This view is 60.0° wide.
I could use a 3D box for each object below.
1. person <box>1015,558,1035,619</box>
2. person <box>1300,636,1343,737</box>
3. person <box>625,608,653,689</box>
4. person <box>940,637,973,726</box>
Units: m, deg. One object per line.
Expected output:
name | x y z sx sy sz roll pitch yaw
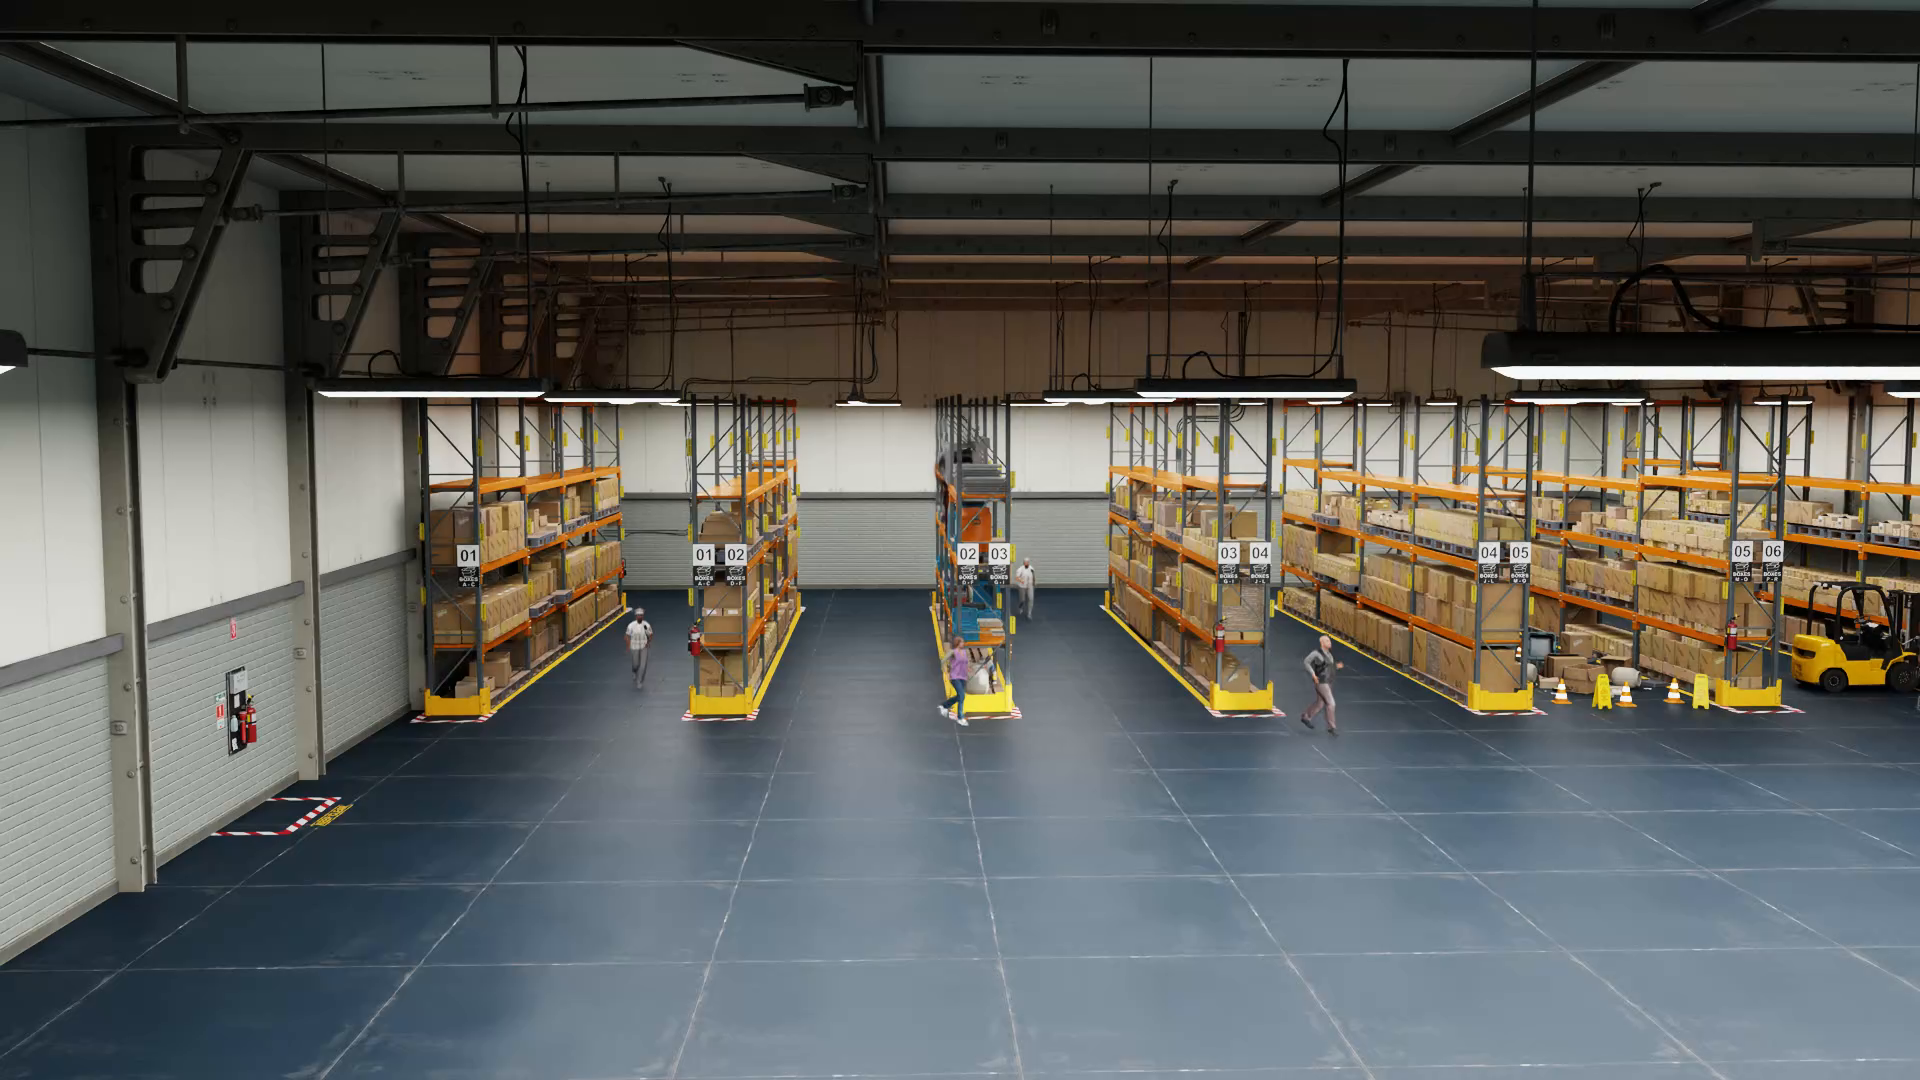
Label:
person | 1.794 1.313 45.768 0.581 1.671 0.815 -1 5 -15
person | 6.405 2.556 29.337 0.858 1.766 0.636 4 6 40
person | -6.567 2.217 34.096 0.574 1.649 0.561 -1 5 -16
person | -0.037 2.568 30.394 0.720 1.560 0.579 4 6 42
